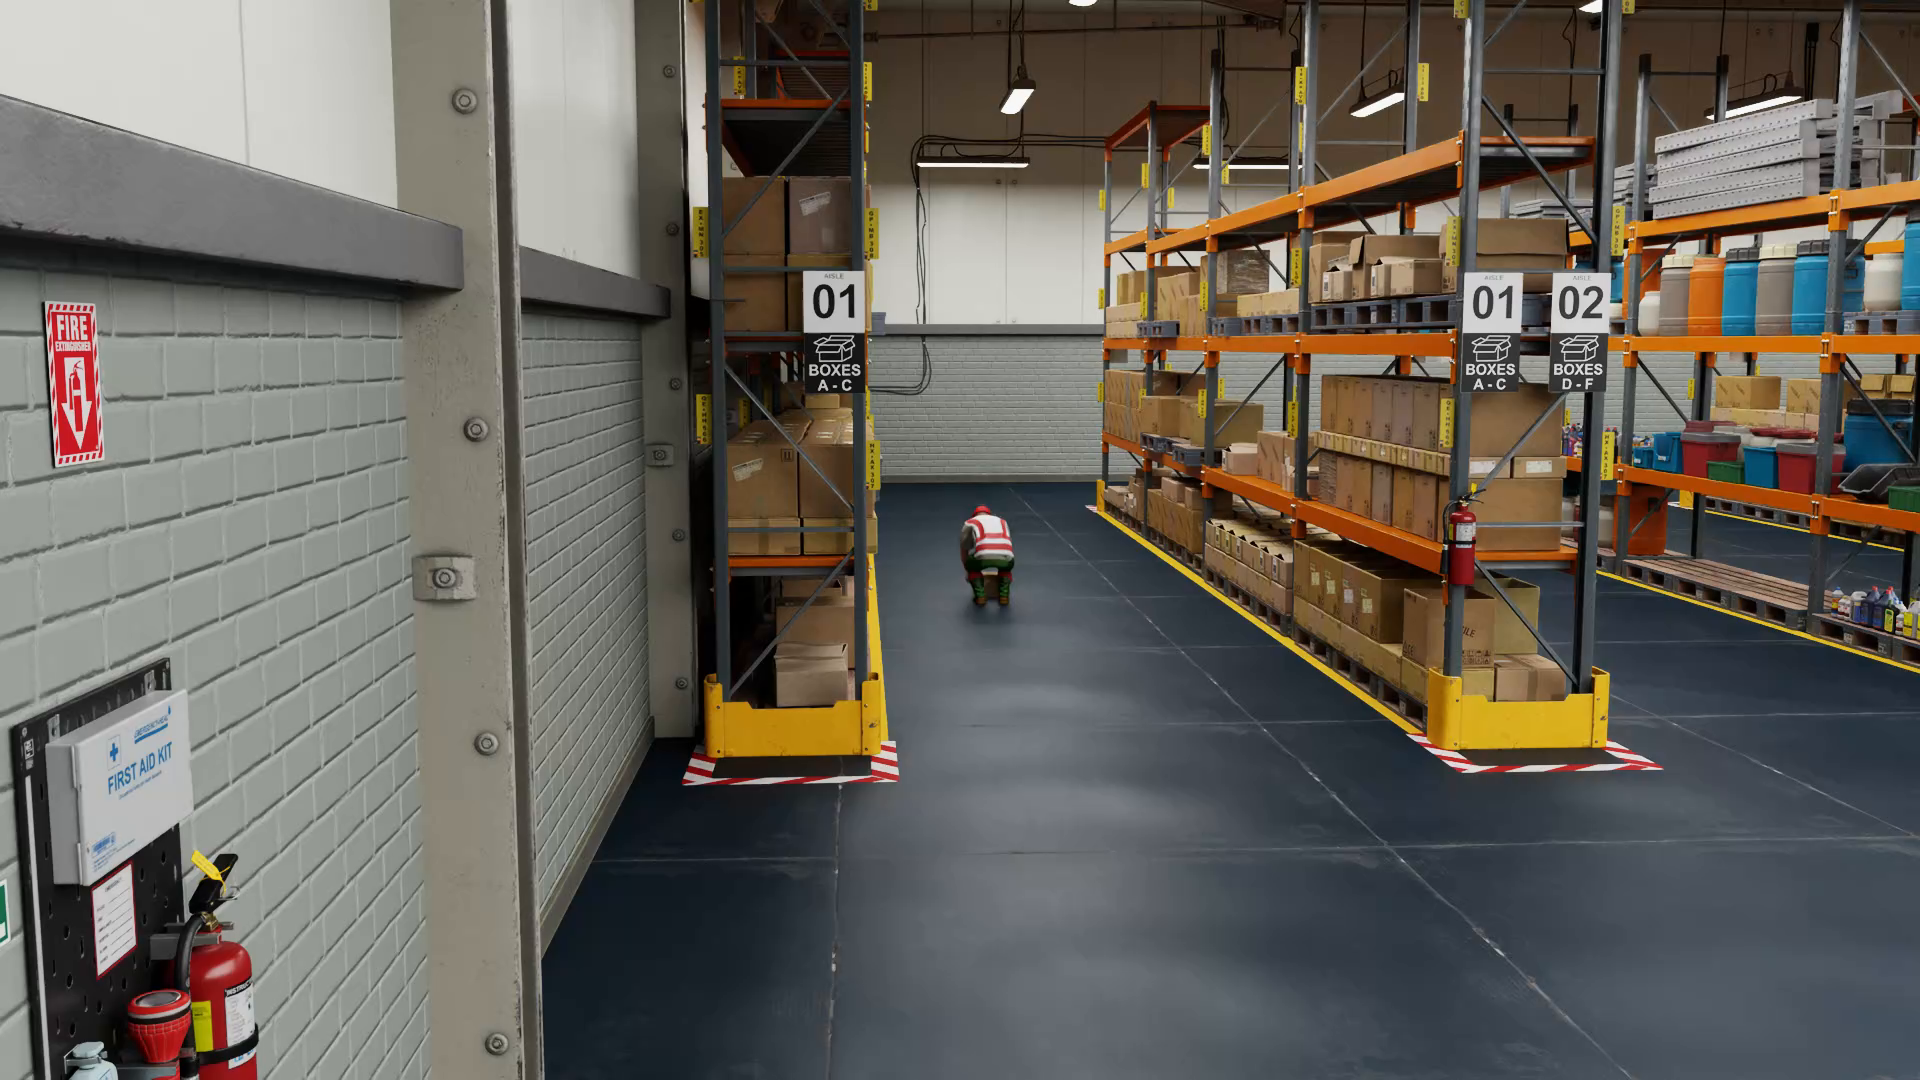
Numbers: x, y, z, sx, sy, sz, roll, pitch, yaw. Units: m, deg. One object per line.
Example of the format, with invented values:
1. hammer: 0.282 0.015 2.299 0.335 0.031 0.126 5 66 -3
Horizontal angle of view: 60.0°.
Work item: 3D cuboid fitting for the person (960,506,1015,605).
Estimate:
1. person: 0.293 0.161 17.676 0.573 0.994 0.877 0 7 -4
